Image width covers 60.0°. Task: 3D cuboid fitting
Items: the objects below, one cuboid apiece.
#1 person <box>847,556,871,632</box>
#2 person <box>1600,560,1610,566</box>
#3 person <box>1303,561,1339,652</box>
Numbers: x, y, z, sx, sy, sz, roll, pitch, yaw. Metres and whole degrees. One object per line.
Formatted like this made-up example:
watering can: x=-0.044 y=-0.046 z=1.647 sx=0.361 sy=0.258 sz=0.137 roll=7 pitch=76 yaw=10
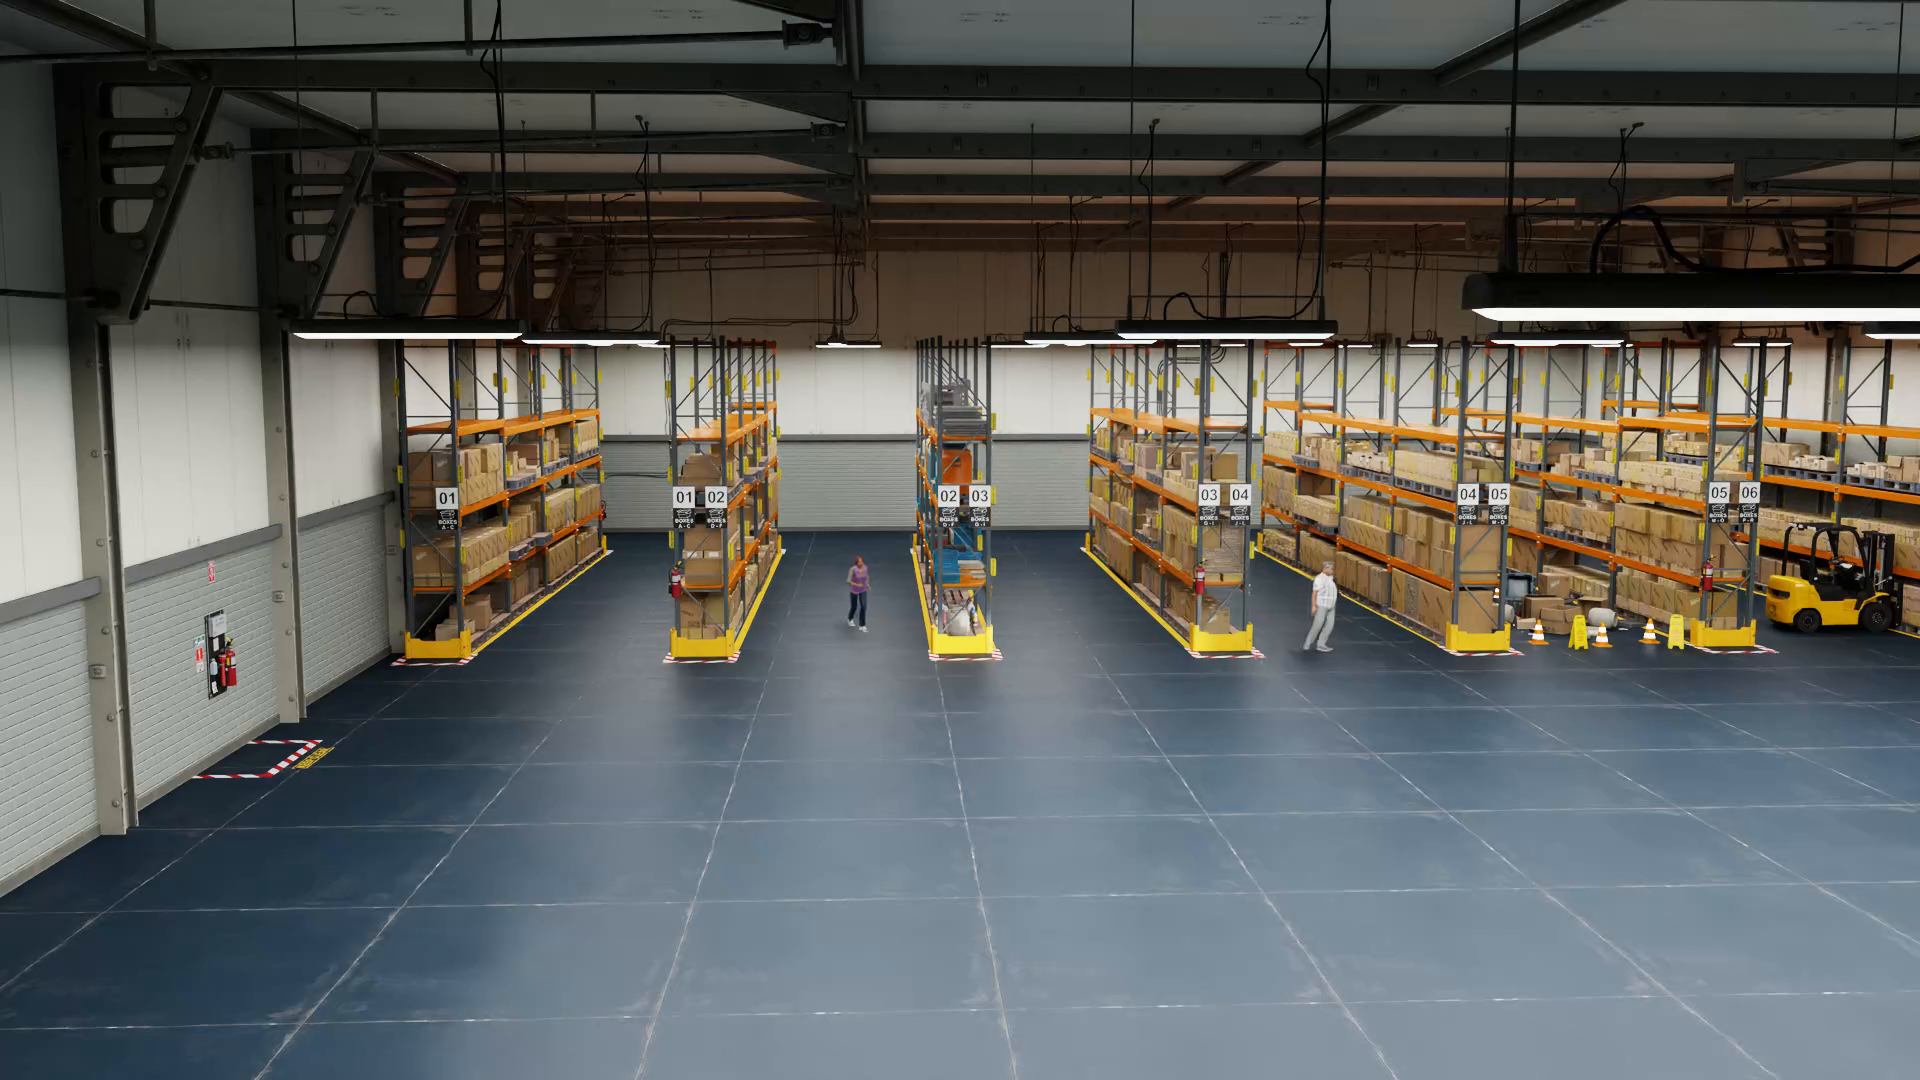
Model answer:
person: x=-2.106 y=1.075 z=34.109 sx=0.533 sy=1.567 sz=0.884 roll=-2 pitch=7 yaw=-21
person: x=17.231 y=-0.068 z=44.366 sx=0.512 sy=1.513 sz=0.693 roll=-5 pitch=8 yaw=-38
person: x=6.875 y=1.265 z=31.728 sx=0.665 sy=1.729 sz=0.531 roll=-6 pitch=9 yaw=-42
